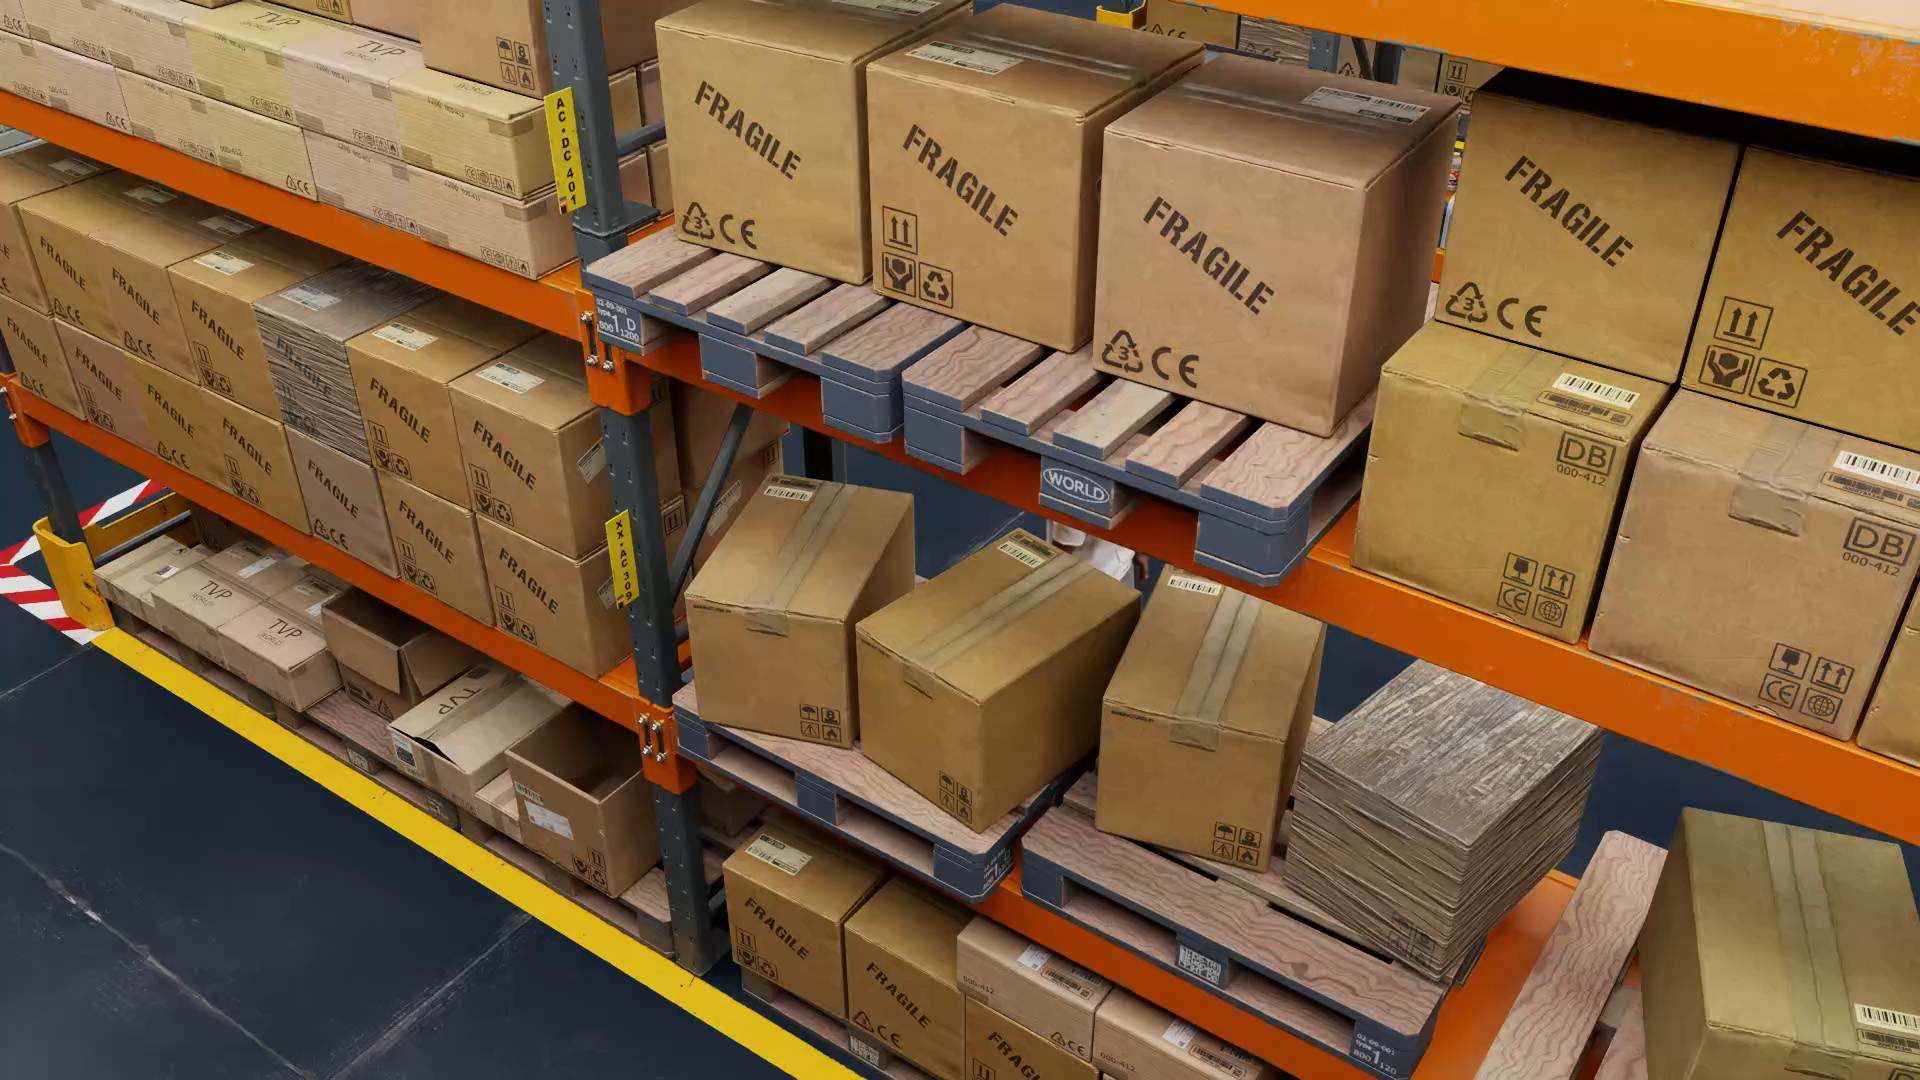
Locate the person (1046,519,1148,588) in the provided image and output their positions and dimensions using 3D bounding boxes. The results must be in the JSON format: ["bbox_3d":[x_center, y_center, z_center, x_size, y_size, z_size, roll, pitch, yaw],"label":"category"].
[{"bbox_3d":[0.581,0.139,6.922,0.446,1.762,0.604,21,40,27],"label":"person"}]
